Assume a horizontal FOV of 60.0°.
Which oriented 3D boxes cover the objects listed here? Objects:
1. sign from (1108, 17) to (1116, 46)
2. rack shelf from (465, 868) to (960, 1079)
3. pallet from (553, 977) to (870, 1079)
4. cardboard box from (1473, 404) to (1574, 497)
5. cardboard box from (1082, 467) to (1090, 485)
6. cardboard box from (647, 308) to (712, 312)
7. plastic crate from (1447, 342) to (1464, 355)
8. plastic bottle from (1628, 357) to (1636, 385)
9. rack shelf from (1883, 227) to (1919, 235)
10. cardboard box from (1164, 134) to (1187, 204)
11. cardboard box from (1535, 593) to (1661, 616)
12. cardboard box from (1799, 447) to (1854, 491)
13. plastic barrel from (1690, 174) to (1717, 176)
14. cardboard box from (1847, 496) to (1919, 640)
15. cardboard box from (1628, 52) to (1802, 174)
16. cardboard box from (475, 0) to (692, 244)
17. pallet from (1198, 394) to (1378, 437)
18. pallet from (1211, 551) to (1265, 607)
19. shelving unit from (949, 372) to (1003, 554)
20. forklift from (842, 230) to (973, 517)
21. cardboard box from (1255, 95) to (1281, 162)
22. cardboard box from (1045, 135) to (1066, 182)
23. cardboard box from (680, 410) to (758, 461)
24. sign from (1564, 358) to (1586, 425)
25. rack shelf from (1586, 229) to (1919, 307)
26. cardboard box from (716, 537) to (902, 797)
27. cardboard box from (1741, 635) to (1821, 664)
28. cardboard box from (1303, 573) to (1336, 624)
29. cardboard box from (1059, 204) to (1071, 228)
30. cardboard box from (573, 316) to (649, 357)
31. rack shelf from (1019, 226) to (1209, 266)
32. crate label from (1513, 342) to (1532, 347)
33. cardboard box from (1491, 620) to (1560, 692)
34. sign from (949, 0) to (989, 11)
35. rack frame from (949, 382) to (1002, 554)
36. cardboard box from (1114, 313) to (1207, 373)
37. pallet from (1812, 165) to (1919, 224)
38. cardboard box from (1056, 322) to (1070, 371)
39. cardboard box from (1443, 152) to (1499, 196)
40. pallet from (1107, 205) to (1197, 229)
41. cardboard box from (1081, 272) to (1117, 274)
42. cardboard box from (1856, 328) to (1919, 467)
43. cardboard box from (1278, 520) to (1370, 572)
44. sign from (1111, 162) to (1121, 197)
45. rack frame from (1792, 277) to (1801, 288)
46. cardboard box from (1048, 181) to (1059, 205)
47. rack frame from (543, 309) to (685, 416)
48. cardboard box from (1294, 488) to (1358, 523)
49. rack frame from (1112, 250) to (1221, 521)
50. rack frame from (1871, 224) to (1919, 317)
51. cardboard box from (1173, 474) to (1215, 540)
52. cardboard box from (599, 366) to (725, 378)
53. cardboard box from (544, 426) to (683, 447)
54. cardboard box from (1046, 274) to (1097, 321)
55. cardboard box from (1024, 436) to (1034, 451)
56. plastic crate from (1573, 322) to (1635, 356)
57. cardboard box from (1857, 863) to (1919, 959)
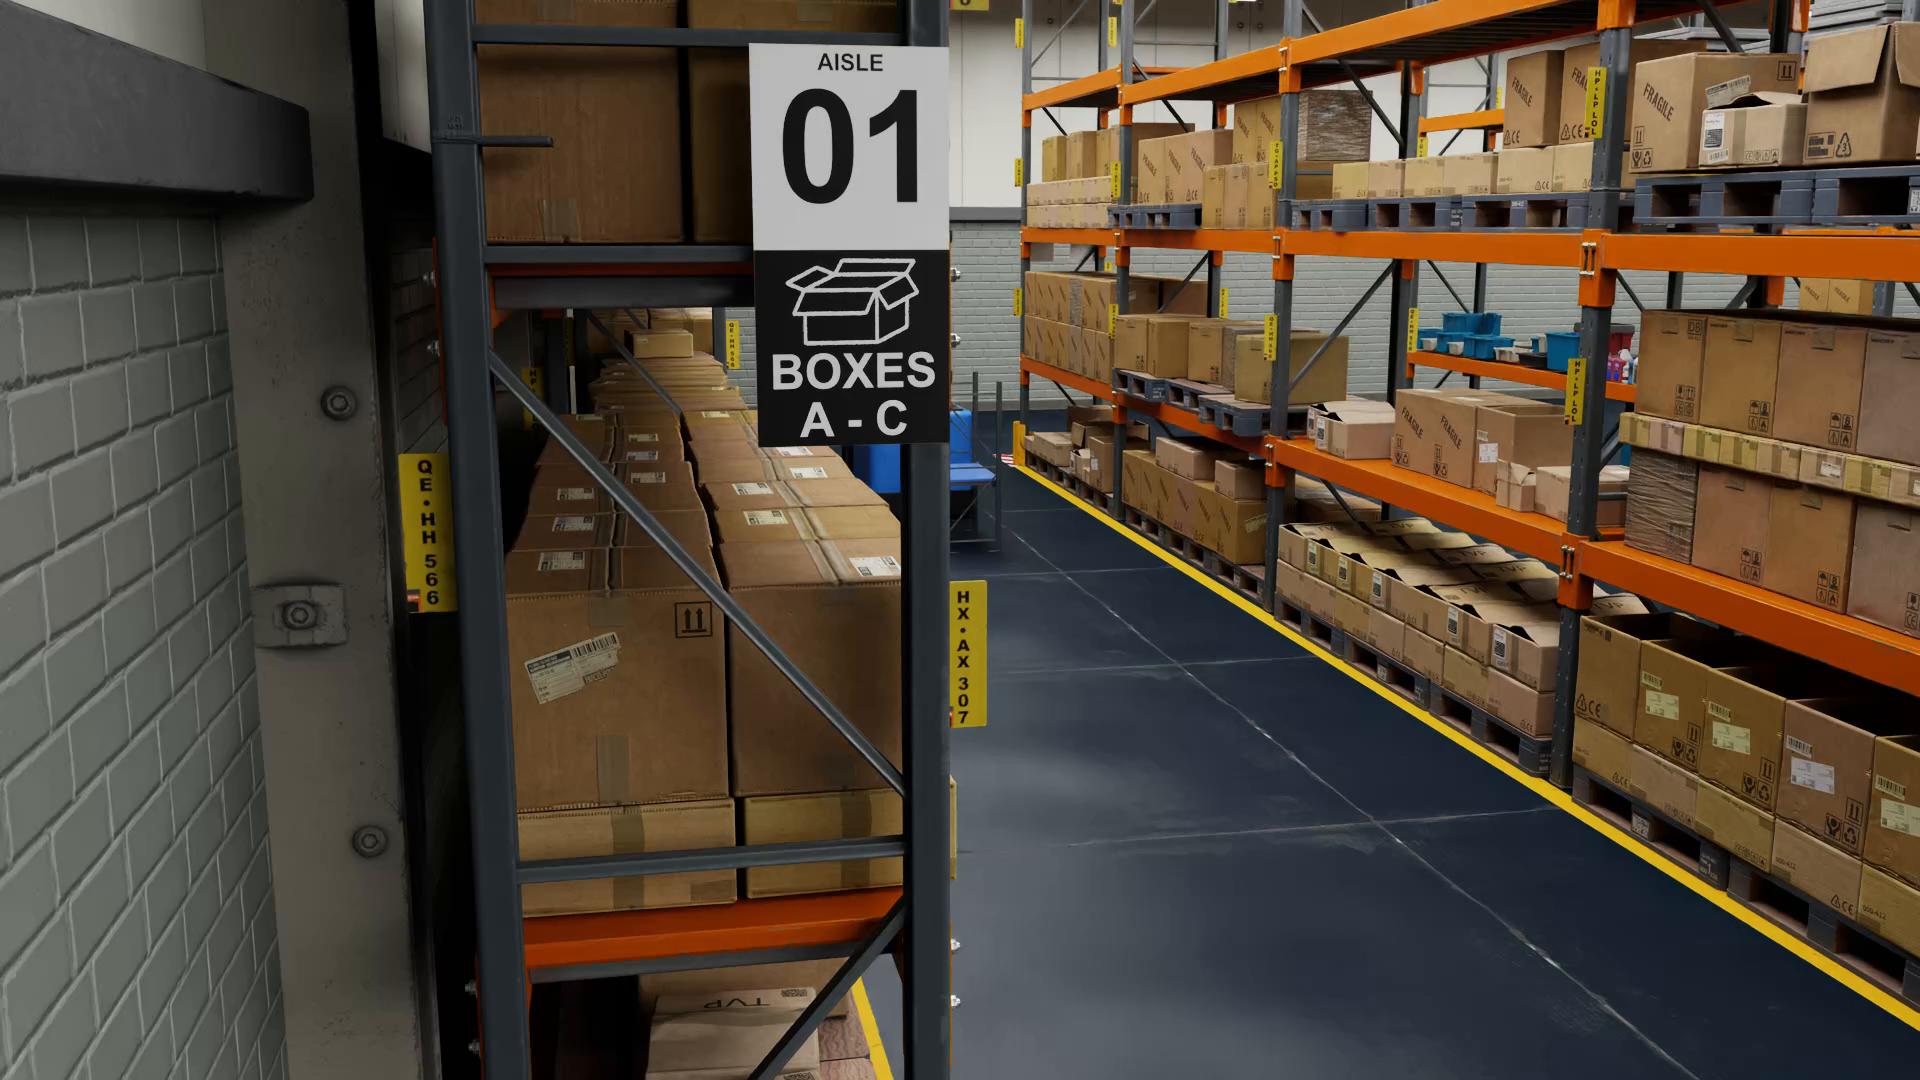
[{"bbox_3d":[1.771,-5.922,19.373,0.100,0.325,0.005,-2,11,-11],"label":"sign"},{"bbox_3d":[-0.912,0.680,5.577,1.077,0.370,4.000,-2,11,-11],"label":"rack shelf"},{"bbox_3d":[-0.895,1.676,5.879,1.003,0.211,1.213,-2,11,-11],"label":"pallet"},{"bbox_3d":[3.321,-0.508,9.628,0.500,0.500,0.500,-1,11,-7],"label":"cardboard box"},{"bbox_3d":[1.480,-0.664,17.166,0.380,0.149,0.250,-2,11,-11],"label":"cardboard box"},{"bbox_3d":[-2.121,-1.630,12.667,0.500,0.250,0.500,-2,11,-11],"label":"cardboard box"},{"bbox_3d":[5.921,-2.257,19.632,0.250,0.136,0.298,-2,11,-11],"label":"plastic crate"},{"bbox_3d":[6.599,-1.659,16.285,0.097,0.271,0.097,0,11,0],"label":"plastic bottle"},{"bbox_3d":[8.028,-1.887,11.043,1.077,0.370,4.000,-2,11,-11],"label":"rack shelf"},{"bbox_3d":[2.179,-3.249,14.618,0.600,0.600,0.600,-2,11,-12],"label":"cardboard box"},{"bbox_3d":[3.629,0.472,9.481,0.500,0.311,0.500,-2,11,-12],"label":"cardboard box"},{"bbox_3d":[3.674,-0.296,6.780,0.380,0.149,0.250,-2,11,-13],"label":"cardboard box"},{"bbox_3d":[7.237,-3.480,15.860,0.600,0.588,0.600,0,11,0],"label":"plastic barrel"},{"bbox_3d":[3.953,0.094,6.466,0.700,0.500,0.500,-2,11,-9],"label":"cardboard box"},{"bbox_3d":[3.396,-1.916,7.509,0.500,0.500,0.500,-1,11,-6],"label":"cardboard box"},{"bbox_3d":[-0.853,-0.906,3.644,0.500,0.500,0.500,-1,11,-7],"label":"cardboard box"},{"bbox_3d":[2.578,-0.982,12.899,1.213,0.211,1.003,-2,11,-11],"label":"pallet"},{"bbox_3d":[2.671,0.277,13.228,1.003,0.211,1.213,-2,11,-11],"label":"pallet"},{"bbox_3d":[0.017,-0.721,15.028,0.538,1.500,1.048,-2,11,-11],"label":"shelving unit"},{"bbox_3d":[-0.686,-1.873,17.253,1.130,2.935,3.031,-2,11,-13],"label":"forklift"},{"bbox_3d":[2.601,-3.142,12.771,0.500,0.500,0.500,-2,11,-11],"label":"cardboard box"},{"bbox_3d":[1.353,-4.247,18.577,0.700,0.500,0.500,-2,11,-11],"label":"cardboard box"},{"bbox_3d":[-0.906,-0.269,6.982,0.500,0.500,0.500,-2,11,-11],"label":"cardboard box"},{"bbox_3d":[3.027,-0.729,8.173,0.100,0.325,0.005,-2,11,-11],"label":"sign"},{"bbox_3d":[3.946,-0.974,6.246,1.077,0.370,4.000,-2,11,-11],"label":"rack shelf"},{"bbox_3d":[-0.321,0.291,4.042,0.500,0.500,0.500,-2,11,-11],"label":"cardboard box"},{"bbox_3d":[3.947,0.725,7.645,0.500,0.500,0.500,-2,11,-11],"label":"cardboard box"},{"bbox_3d":[2.691,0.389,11.414,0.500,0.250,0.500,-2,11,-13],"label":"cardboard box"},{"bbox_3d":[1.361,-3.443,17.694,0.500,0.250,0.500,-2,11,-11],"label":"cardboard box"},{"bbox_3d":[-2.422,-1.421,11.569,0.500,0.250,0.500,-2,11,-9],"label":"cardboard box"},{"bbox_3d":[1.612,-3.175,17.810,1.077,0.370,4.000,-2,11,-11],"label":"rack shelf"},{"bbox_3d":[6.539,-2.254,19.615,0.396,0.136,0.243,-2,11,-11],"label":"crate label"},{"bbox_3d":[3.197,0.585,8.888,0.500,0.311,0.500,-2,11,-11],"label":"cardboard box"},{"bbox_3d":[0.009,-1.229,3.324,0.100,0.325,0.005,-2,11,-11],"label":"sign"},{"bbox_3d":[0.115,-0.628,14.538,0.500,1.500,0.032,-2,11,-11],"label":"rack frame"},{"bbox_3d":[1.874,-1.848,15.548,0.700,0.500,0.500,-6,12,-30],"label":"cardboard box"},{"bbox_3d":[3.982,-1.272,6.124,1.003,0.211,1.213,-2,11,-11],"label":"pallet"},{"bbox_3d":[1.347,-2.101,18.000,0.500,0.500,0.500,-2,11,-10],"label":"cardboard box"},{"bbox_3d":[3.245,-2.180,9.935,0.500,0.250,0.500,-3,11,-16],"label":"cardboard box"},{"bbox_3d":[2.059,-2.947,15.191,1.213,0.211,1.003,-2,11,-11],"label":"pallet"},{"bbox_3d":[1.678,-2.798,18.984,0.500,0.500,0.500,-2,11,-9],"label":"cardboard box"},{"bbox_3d":[3.942,-0.550,6.379,0.700,0.500,0.500,-2,11,-11],"label":"cardboard box"},{"bbox_3d":[2.593,0.021,11.846,0.500,0.311,0.500,-2,11,-9],"label":"cardboard box"},{"bbox_3d":[1.470,-3.394,15.656,0.100,0.325,0.005,-2,11,-11],"label":"sign"},{"bbox_3d":[10.941,-2.781,21.839,1.000,3.000,0.127,-2,11,-11],"label":"rack frame"},{"bbox_3d":[1.262,-3.780,18.128,0.500,0.250,0.500,-2,11,-11],"label":"cardboard box"},{"bbox_3d":[-1.301,-0.040,7.437,1.000,3.000,0.127,-2,11,-11],"label":"rack frame"},{"bbox_3d":[2.864,-0.132,13.430,0.500,0.500,0.500,-3,11,-13],"label":"cardboard box"},{"bbox_3d":[2.001,-1.688,16.096,1.000,3.000,0.127,-2,11,-11],"label":"rack frame"},{"bbox_3d":[7.639,-1.134,13.184,1.000,3.000,0.127,-2,11,-11],"label":"rack frame"},{"bbox_3d":[2.158,-0.296,14.293,0.500,0.500,0.500,-3,11,-13],"label":"cardboard box"},{"bbox_3d":[-1.714,-0.725,9.593,0.700,0.500,0.500,-2,11,-11],"label":"cardboard box"},{"bbox_3d":[-1.318,-0.156,6.387,0.500,0.500,0.500,-2,11,-11],"label":"cardboard box"},{"bbox_3d":[1.252,-2.683,18.384,0.500,0.500,0.500,-2,11,-10],"label":"cardboard box"},{"bbox_3d":[0.967,-1.148,19.706,0.380,0.149,0.250,-2,11,-11],"label":"cardboard box"},{"bbox_3d":[6.933,-2.101,17.935,0.402,0.464,0.583,-2,11,-11],"label":"plastic crate"},{"bbox_3d":[3.733,1.387,6.171,0.500,0.250,0.500,-2,11,-11],"label":"cardboard box"}]
